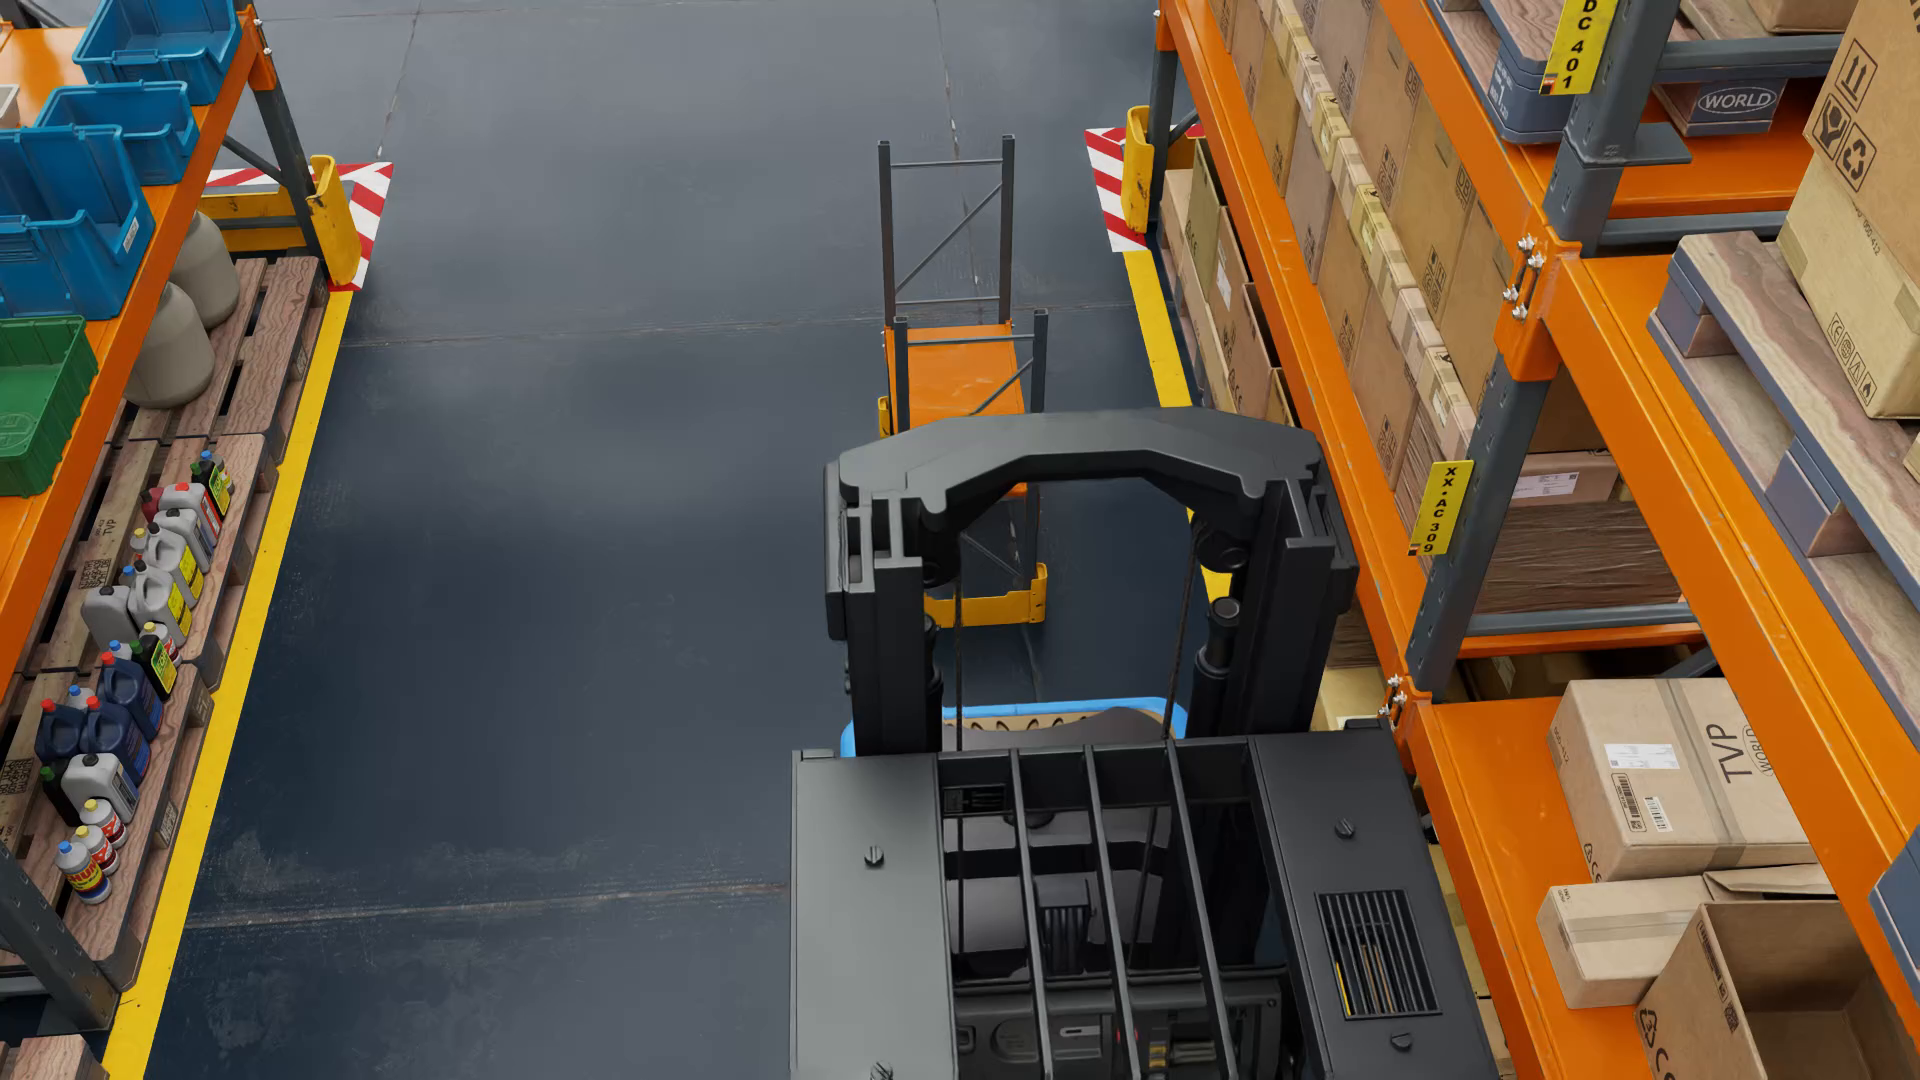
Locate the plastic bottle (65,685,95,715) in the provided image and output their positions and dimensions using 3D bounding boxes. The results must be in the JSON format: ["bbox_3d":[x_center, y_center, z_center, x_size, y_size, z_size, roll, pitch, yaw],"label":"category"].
[{"bbox_3d":[-2.986,0.593,5.699,0.097,0.271,0.097,0,47,0],"label":"plastic bottle"}]

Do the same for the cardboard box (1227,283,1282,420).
[{"bbox_3d":[1.348,-0.649,6.387,0.500,0.500,0.500,-3,47,-3],"label":"cardboard box"}]

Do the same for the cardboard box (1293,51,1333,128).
[{"bbox_3d":[1.348,-1.528,5.615,0.380,0.149,0.250,-3,47,-3],"label":"cardboard box"}]

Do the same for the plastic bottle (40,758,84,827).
[{"bbox_3d":[-2.950,0.813,5.482,0.061,0.283,0.133,-3,47,-3],"label":"plastic bottle"}]

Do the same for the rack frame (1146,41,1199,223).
[{"bbox_3d":[1.402,-2.679,7.222,1.000,3.000,0.127,-3,47,-3],"label":"rack frame"}]

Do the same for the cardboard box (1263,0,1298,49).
[{"bbox_3d":[1.308,-1.893,5.961,0.380,0.149,0.250,-5,47,-5],"label":"cardboard box"}]

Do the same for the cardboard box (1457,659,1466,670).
[{"bbox_3d":[1.963,0.300,6.005,0.500,0.250,0.500,-3,47,-3],"label":"cardboard box"}]

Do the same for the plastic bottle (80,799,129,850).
[{"bbox_3d":[-2.806,0.920,5.437,0.097,0.201,0.097,0,47,0],"label":"plastic bottle"}]

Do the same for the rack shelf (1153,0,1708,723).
[{"bbox_3d":[1.570,-0.985,6.112,1.077,0.370,4.000,-3,47,-3],"label":"rack shelf"}]

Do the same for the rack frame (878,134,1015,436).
[{"bbox_3d":[-0.050,-0.945,6.612,0.500,1.500,0.032,-3,47,-3],"label":"rack frame"}]

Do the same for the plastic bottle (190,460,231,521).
[{"bbox_3d":[-2.916,-0.213,6.453,0.061,0.283,0.133,-2,47,-2],"label":"plastic bottle"}]

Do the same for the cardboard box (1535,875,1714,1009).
[{"bbox_3d":[1.607,0.954,3.953,0.380,0.149,0.250,-3,47,-3],"label":"cardboard box"}]

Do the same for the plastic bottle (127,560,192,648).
[{"bbox_3d":[-2.905,0.219,5.998,0.144,0.351,0.185,-4,47,-4],"label":"plastic bottle"}]

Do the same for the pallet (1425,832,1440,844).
[{"bbox_3d":[1.712,0.595,6.041,1.003,0.211,1.213,-3,47,-3],"label":"pallet"}]

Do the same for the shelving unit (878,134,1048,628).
[{"bbox_3d":[-0.006,-0.571,6.258,0.587,1.500,1.083,-3,47,-3],"label":"shelving unit"}]

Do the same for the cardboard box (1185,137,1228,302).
[{"bbox_3d":[1.269,-1.373,7.073,0.500,0.500,0.500,-3,47,-3],"label":"cardboard box"}]

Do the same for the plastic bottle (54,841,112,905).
[{"bbox_3d":[-2.789,1.043,5.273,0.097,0.271,0.097,0,47,0],"label":"plastic bottle"}]

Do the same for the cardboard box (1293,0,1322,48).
[{"bbox_3d":[1.525,-2.038,5.652,0.700,0.500,0.500,-3,47,-3],"label":"cardboard box"}]

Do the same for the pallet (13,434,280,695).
[{"bbox_3d":[-3.319,0.099,6.511,1.003,0.211,1.213,-3,47,-3],"label":"pallet"}]

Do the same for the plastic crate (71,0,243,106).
[{"bbox_3d":[-3.194,-1.986,6.667,0.499,0.251,0.616,-3,47,-3],"label":"plastic crate"}]

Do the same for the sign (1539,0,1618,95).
[{"bbox_3d":[1.184,-0.987,3.142,0.100,0.325,0.005,-3,47,-3],"label":"sign"}]

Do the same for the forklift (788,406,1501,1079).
[{"bbox_3d":[0.259,1.275,3.523,1.130,2.935,3.031,-3,47,-3],"label":"forklift"}]

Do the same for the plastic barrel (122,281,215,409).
[{"bbox_3d":[-3.361,-0.836,6.900,0.421,0.512,0.421,0,47,0],"label":"plastic barrel"}]

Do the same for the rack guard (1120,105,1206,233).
[{"bbox_3d":[1.400,-1.837,8.146,1.175,0.500,0.348,-3,47,-3],"label":"rack guard"}]

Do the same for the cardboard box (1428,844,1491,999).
[{"bbox_3d":[1.523,1.137,4.826,0.500,0.311,0.500,-3,47,-3],"label":"cardboard box"}]

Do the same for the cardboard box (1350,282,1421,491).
[{"bbox_3d":[1.643,-0.522,5.109,0.700,0.500,0.500,-4,47,-4],"label":"cardboard box"}]

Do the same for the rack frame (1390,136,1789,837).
[{"bbox_3d":[1.737,0.215,4.481,1.000,3.000,0.127,-3,47,-3],"label":"rack frame"}]

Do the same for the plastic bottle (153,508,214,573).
[{"bbox_3d":[-2.938,-0.009,6.266,0.152,0.276,0.135,-5,47,-4],"label":"plastic bottle"}]

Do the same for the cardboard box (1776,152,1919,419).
[{"bbox_3d":[1.779,-0.463,2.871,0.500,0.250,0.500,1,47,1],"label":"cardboard box"}]

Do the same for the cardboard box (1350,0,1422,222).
[{"bbox_3d":[1.609,-1.314,4.967,0.700,0.500,0.500,-4,47,-3],"label":"cardboard box"}]

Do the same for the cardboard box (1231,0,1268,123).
[{"bbox_3d":[1.477,-1.996,6.505,0.700,0.500,0.500,-2,47,-2],"label":"cardboard box"}]

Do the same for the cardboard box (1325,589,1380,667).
[{"bbox_3d":[1.450,0.073,5.703,0.500,0.500,0.500,-3,47,-3],"label":"cardboard box"}]

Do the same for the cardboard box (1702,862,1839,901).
[{"bbox_3d":[1.994,0.886,3.938,0.396,0.266,0.258,-5,47,-4],"label":"cardboard box"}]

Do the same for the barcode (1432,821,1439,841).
[{"bbox_3d":[1.343,0.803,4.681,0.001,0.075,0.075,-3,47,-3],"label":"barcode"}]

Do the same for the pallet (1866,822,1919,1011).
[{"bbox_3d":[1.829,0.848,1.945,1.003,0.211,1.213,-2,47,-1],"label":"pallet"}]

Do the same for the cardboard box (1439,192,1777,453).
[{"bbox_3d":[1.694,-0.587,4.277,0.700,0.500,0.500,-3,47,-3],"label":"cardboard box"}]

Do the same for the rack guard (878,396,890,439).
[{"bbox_3d":[-0.048,-0.501,7.053,0.587,0.250,0.087,-3,47,-3],"label":"rack guard"}]

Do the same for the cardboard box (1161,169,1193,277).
[{"bbox_3d":[1.225,-1.477,7.687,0.500,0.250,0.500,-3,47,-3],"label":"cardboard box"}]

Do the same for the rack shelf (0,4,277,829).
[{"bbox_3d":[-3.367,-0.687,5.830,1.077,0.370,4.000,-3,47,-3],"label":"rack shelf"}]

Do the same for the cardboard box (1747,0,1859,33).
[{"bbox_3d":[1.958,-1.424,3.512,0.500,0.500,0.500,0,47,0],"label":"cardboard box"}]

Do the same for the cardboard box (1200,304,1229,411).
[{"bbox_3d":[1.312,-0.754,7.002,0.500,0.250,0.500,-3,47,-3],"label":"cardboard box"}]

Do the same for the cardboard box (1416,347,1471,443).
[{"bbox_3d":[1.482,-0.406,4.553,0.380,0.149,0.250,-4,47,-4],"label":"cardboard box"}]

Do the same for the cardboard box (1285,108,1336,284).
[{"bbox_3d":[1.561,-1.255,5.804,0.700,0.500,0.500,-2,47,-2],"label":"cardboard box"}]

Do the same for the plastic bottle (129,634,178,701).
[{"bbox_3d":[-2.842,0.428,5.847,0.061,0.283,0.133,-2,47,-2],"label":"plastic bottle"}]

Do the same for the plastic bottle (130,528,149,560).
[{"bbox_3d":[-3.061,0.037,6.273,0.097,0.201,0.097,0,47,0],"label":"plastic bottle"}]

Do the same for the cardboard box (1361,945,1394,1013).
[{"bbox_3d":[1.524,1.323,5.036,0.500,0.250,0.500,-5,47,-4],"label":"cardboard box"}]

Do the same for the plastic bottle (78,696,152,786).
[{"bbox_3d":[-2.853,0.663,5.577,0.144,0.351,0.185,-2,47,-2],"label":"plastic bottle"}]

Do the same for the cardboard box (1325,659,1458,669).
[{"bbox_3d":[1.448,0.331,5.975,0.500,0.250,0.500,-3,47,-3],"label":"cardboard box"}]

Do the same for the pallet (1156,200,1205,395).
[{"bbox_3d":[1.508,-1.170,7.713,1.003,0.211,1.213,-3,47,-3],"label":"pallet"}]

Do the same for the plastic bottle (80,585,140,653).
[{"bbox_3d":[-3.050,0.272,5.999,0.152,0.276,0.135,-3,47,-3],"label":"plastic bottle"}]

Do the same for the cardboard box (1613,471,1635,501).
[{"bbox_3d":[1.907,-0.249,4.404,0.380,0.149,0.250,-4,47,-3],"label":"cardboard box"}]

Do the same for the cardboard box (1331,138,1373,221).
[{"bbox_3d":[1.396,-1.145,5.253,0.380,0.149,0.250,-2,47,-2],"label":"cardboard box"}]

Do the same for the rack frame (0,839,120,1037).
[{"bbox_3d":[-3.199,0.513,4.198,1.000,3.000,0.127,-3,47,-3],"label":"rack frame"}]

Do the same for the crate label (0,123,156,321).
[{"bbox_3d":[-3.111,-1.078,5.681,0.502,0.435,0.616,-3,47,-3],"label":"crate label"}]

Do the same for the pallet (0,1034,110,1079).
[{"bbox_3d":[-3.095,2.038,4.675,1.003,0.211,1.213,-3,47,-3],"label":"pallet"}]

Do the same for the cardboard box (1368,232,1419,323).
[{"bbox_3d":[1.435,-0.785,4.912,0.380,0.149,0.250,-4,47,-3],"label":"cardboard box"}]
